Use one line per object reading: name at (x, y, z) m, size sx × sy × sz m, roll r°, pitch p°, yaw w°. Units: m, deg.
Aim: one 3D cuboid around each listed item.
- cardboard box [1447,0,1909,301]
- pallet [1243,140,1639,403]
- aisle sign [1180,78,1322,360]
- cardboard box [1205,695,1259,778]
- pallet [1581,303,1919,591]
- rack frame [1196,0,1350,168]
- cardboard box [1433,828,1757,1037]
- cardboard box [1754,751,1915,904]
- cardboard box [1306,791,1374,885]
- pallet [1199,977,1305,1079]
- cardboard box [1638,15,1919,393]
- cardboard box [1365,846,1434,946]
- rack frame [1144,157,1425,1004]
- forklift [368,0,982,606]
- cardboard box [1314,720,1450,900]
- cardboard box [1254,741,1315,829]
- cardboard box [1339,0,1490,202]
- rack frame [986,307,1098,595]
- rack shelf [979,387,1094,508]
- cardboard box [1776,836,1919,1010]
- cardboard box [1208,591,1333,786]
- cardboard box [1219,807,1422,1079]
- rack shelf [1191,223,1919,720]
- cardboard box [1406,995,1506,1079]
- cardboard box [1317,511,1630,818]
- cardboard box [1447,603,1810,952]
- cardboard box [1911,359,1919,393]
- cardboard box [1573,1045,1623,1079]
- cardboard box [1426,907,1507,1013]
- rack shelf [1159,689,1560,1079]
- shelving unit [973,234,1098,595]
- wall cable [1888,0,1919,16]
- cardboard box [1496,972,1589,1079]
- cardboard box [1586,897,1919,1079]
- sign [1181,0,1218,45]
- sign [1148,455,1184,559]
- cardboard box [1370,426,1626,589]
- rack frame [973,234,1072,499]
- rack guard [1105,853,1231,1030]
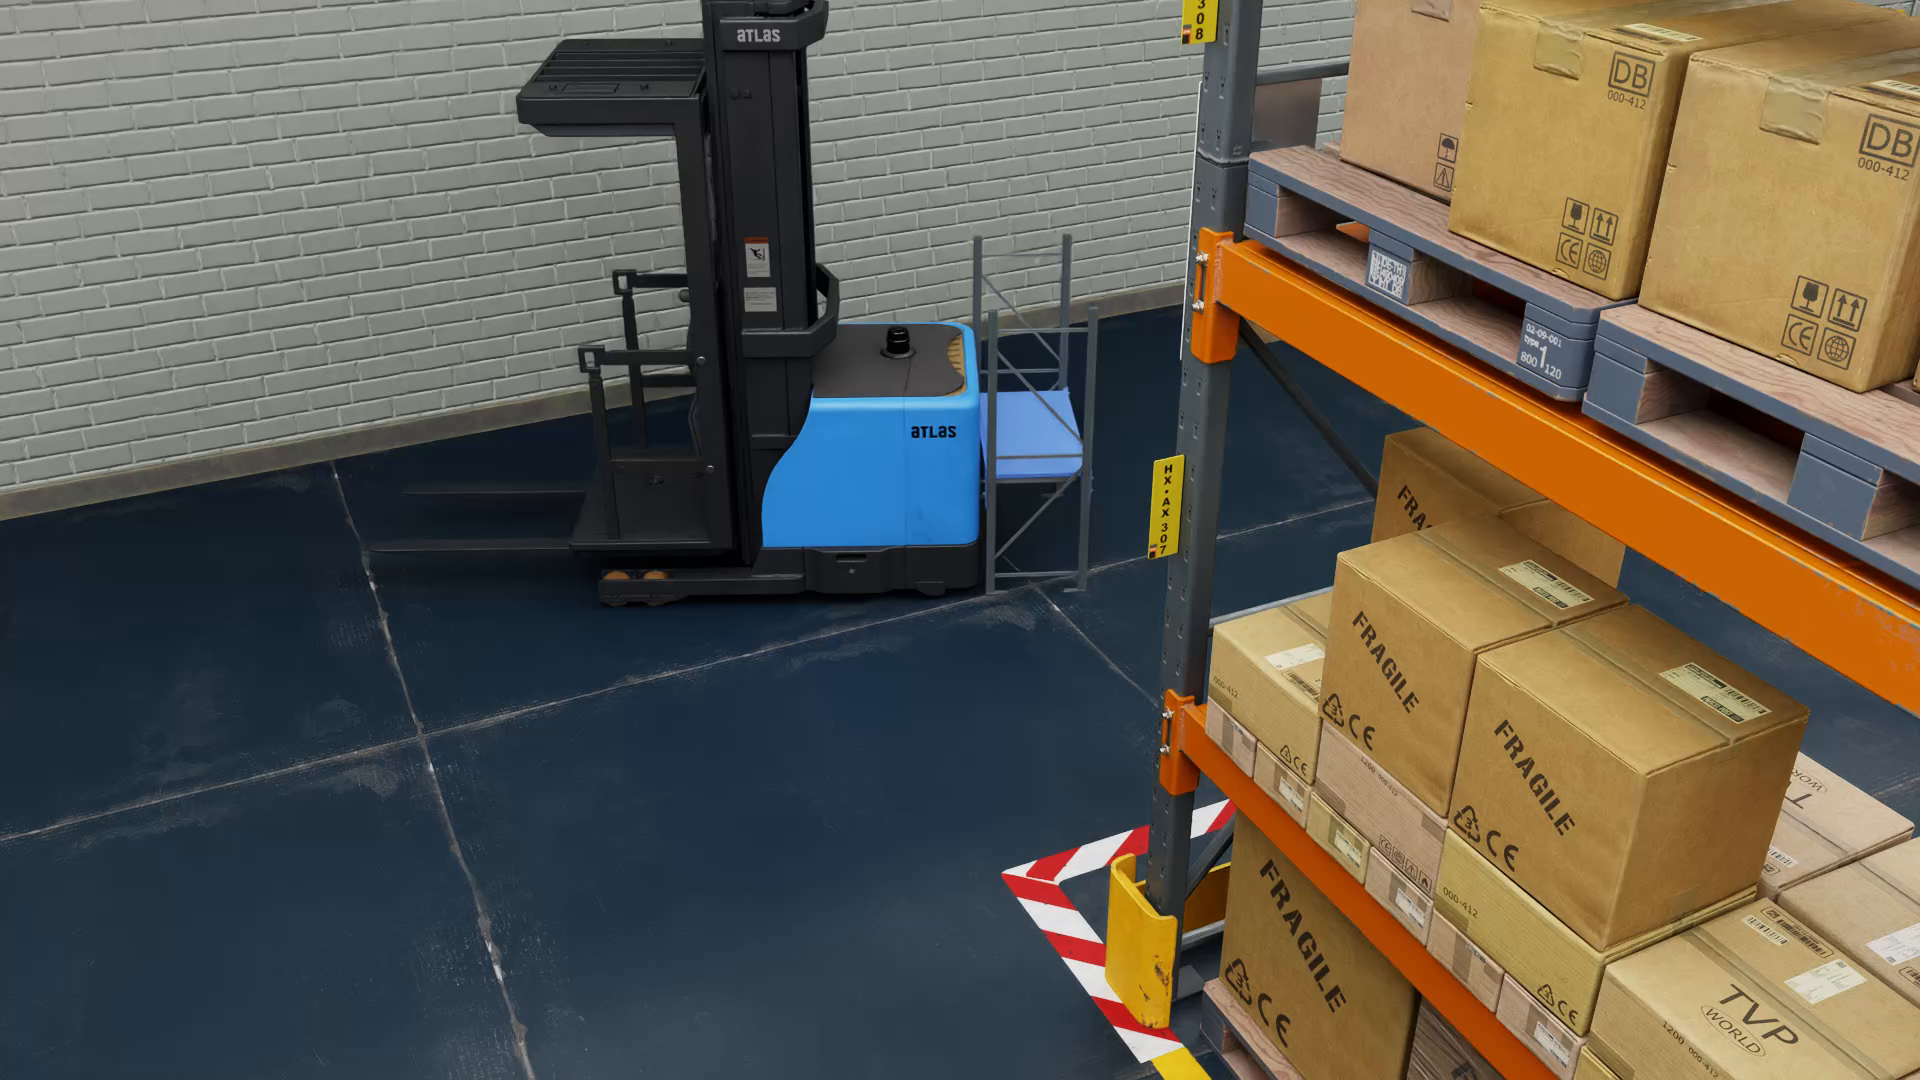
cardboard box at (1.513, -0.883, 3.557) m, size 0.700 × 0.500 × 0.500 m, roll -14°, pitch 32°, yaw -24°
pallet at (1.437, -0.740, 4.027) m, size 1.003 × 0.211 × 1.213 m, roll -13°, pitch 32°, yaw -22°
aisle sign at (0.807, -0.899, 4.628) m, size 0.394 × 0.787 × 0.004 m, roll -13°, pitch 32°, yaw -22°
cardboard box at (0.963, 0.539, 4.978) m, size 0.380 × 0.149 × 0.250 m, roll -13°, pitch 32°, yaw -21°
pallet at (1.965, -0.201, 3.065) m, size 1.003 × 0.211 × 1.213 m, roll -13°, pitch 32°, yaw -22°
rack frame at (1.109, -2.413, 3.853) m, size 1.000 × 3.000 × 0.127 m, roll -13°, pitch 32°, yaw -22°
cardboard box at (1.513, 0.859, 4.000) m, size 0.500 × 0.250 × 0.500 m, roll -14°, pitch 32°, yaw -24°
cardboard box at (1.993, 0.747, 4.201) m, size 0.500 × 0.250 × 0.500 m, roll -14°, pitch 32°, yaw -24°
cardboard box at (1.185, 0.765, 4.575) m, size 0.380 × 0.149 × 0.250 m, roll -14°, pitch 32°, yaw -23°
pallet at (1.523, 1.757, 5.401) m, size 1.003 × 0.211 × 1.213 m, roll -13°, pitch 32°, yaw -22°
cardboard box at (1.779, -0.664, 3.167) m, size 0.700 × 0.500 × 0.500 m, roll -15°, pitch 33°, yaw -25°
cardboard box at (1.298, 0.880, 4.370) m, size 0.380 × 0.149 × 0.250 m, roll -14°, pitch 32°, yaw -23°
rack frame at (1.109, 0.204, 5.320) m, size 1.000 × 3.000 × 0.127 m, roll -13°, pitch 32°, yaw -22°
forklift at (-1.418, -1.217, 7.923) m, size 3.031 × 2.935 × 1.130 m, roll -1°, pitch 29°, yaw -1°
cardboard box at (1.300, 0.636, 4.398) m, size 0.500 × 0.250 × 0.500 m, roll -13°, pitch 32°, yaw -23°
cardboard box at (1.075, 0.652, 4.777) m, size 0.380 × 0.149 × 0.250 m, roll -14°, pitch 32°, yaw -23°
cardboard box at (1.381, -1.157, 4.045) m, size 0.700 × 0.500 × 0.500 m, roll -15°, pitch 33°, yaw -25°
rack frame at (0.378, -0.394, 7.920) m, size 0.500 × 1.500 × 0.032 m, roll -2°, pitch 29°, yaw -3°
rack shelf at (0.348, -0.486, 8.451) m, size 0.538 × 0.185 × 1.000 m, roll -2°, pitch 29°, yaw -3°
cardboard box at (2.220, 0.976, 3.792) m, size 0.500 × 0.250 × 0.500 m, roll -13°, pitch 32°, yaw -22°
cardboard box at (1.071, 0.408, 4.805) m, size 0.500 × 0.250 × 0.500 m, roll -14°, pitch 32°, yaw -23°
cardboard box at (1.456, 1.213, 5.263) m, size 0.875 × 0.875 × 0.875 m, roll -13°, pitch 32°, yaw -22°
rack shelf at (1.968, 0.093, 3.187) m, size 1.077 × 0.370 × 4.000 m, roll -13°, pitch 32°, yaw -22°
cardboard box at (1.847, 1.615, 4.546) m, size 0.875 × 0.875 × 0.875 m, roll -13°, pitch 32°, yaw -22°
cardboard box at (1.286, 0.302, 4.227) m, size 0.500 × 0.500 × 0.500 m, roll -14°, pitch 32°, yaw -23°
cardboard box at (1.514, 0.529, 3.821) m, size 0.500 × 0.500 × 0.500 m, roll -14°, pitch 32°, yaw -23°
cardboard box at (2.113, -0.440, 2.768) m, size 0.700 × 0.500 × 0.500 m, roll -12°, pitch 31°, yaw -20°
cardboard box at (1.625, 1.219, 3.767) m, size 0.380 × 0.149 × 0.250 m, roll -14°, pitch 32°, yaw -23°
cardboard box at (1.406, 0.993, 4.169) m, size 0.380 × 0.149 × 0.250 m, roll -14°, pitch 32°, yaw -23°
rack shelf at (1.968, 1.401, 3.920) m, size 1.077 × 0.370 × 4.000 m, roll -13°, pitch 32°, yaw -22°
shelving unit at (0.348, -0.643, 8.363) m, size 0.538 × 1.500 × 1.048 m, roll -2°, pitch 29°, yaw -3°
wall cable at (7.618, -4.820, 13.208) m, size 0.585 × 1.953 × 0.123 m, roll -13°, pitch 32°, yaw -22°
cardboard box at (1.518, 1.107, 3.966) m, size 0.380 × 0.149 × 0.250 m, roll -13°, pitch 32°, yaw -23°
cardboard box at (1.742, 1.088, 3.591) m, size 0.500 × 0.250 × 0.500 m, roll -14°, pitch 32°, yaw -23°
sign at (0.605, -1.407, 4.150) m, size 0.100 × 0.325 × 0.005 m, roll -13°, pitch 32°, yaw -22°
sign at (0.605, -0.095, 4.886) m, size 0.100 × 0.325 × 0.005 m, roll -13°, pitch 32°, yaw -22°
cardboard box at (1.556, -0.028, 4.815) m, size 0.500 × 0.500 × 0.500 m, roll -13°, pitch 32°, yaw -21°
rack frame at (0.317, -0.891, 8.805) m, size 0.500 × 1.500 × 0.032 m, roll -2°, pitch 29°, yaw -3°
rack guard at (1.099, 1.283, 5.950) m, size 1.175 × 0.500 × 0.348 m, roll -13°, pitch 32°, yaw -22°
